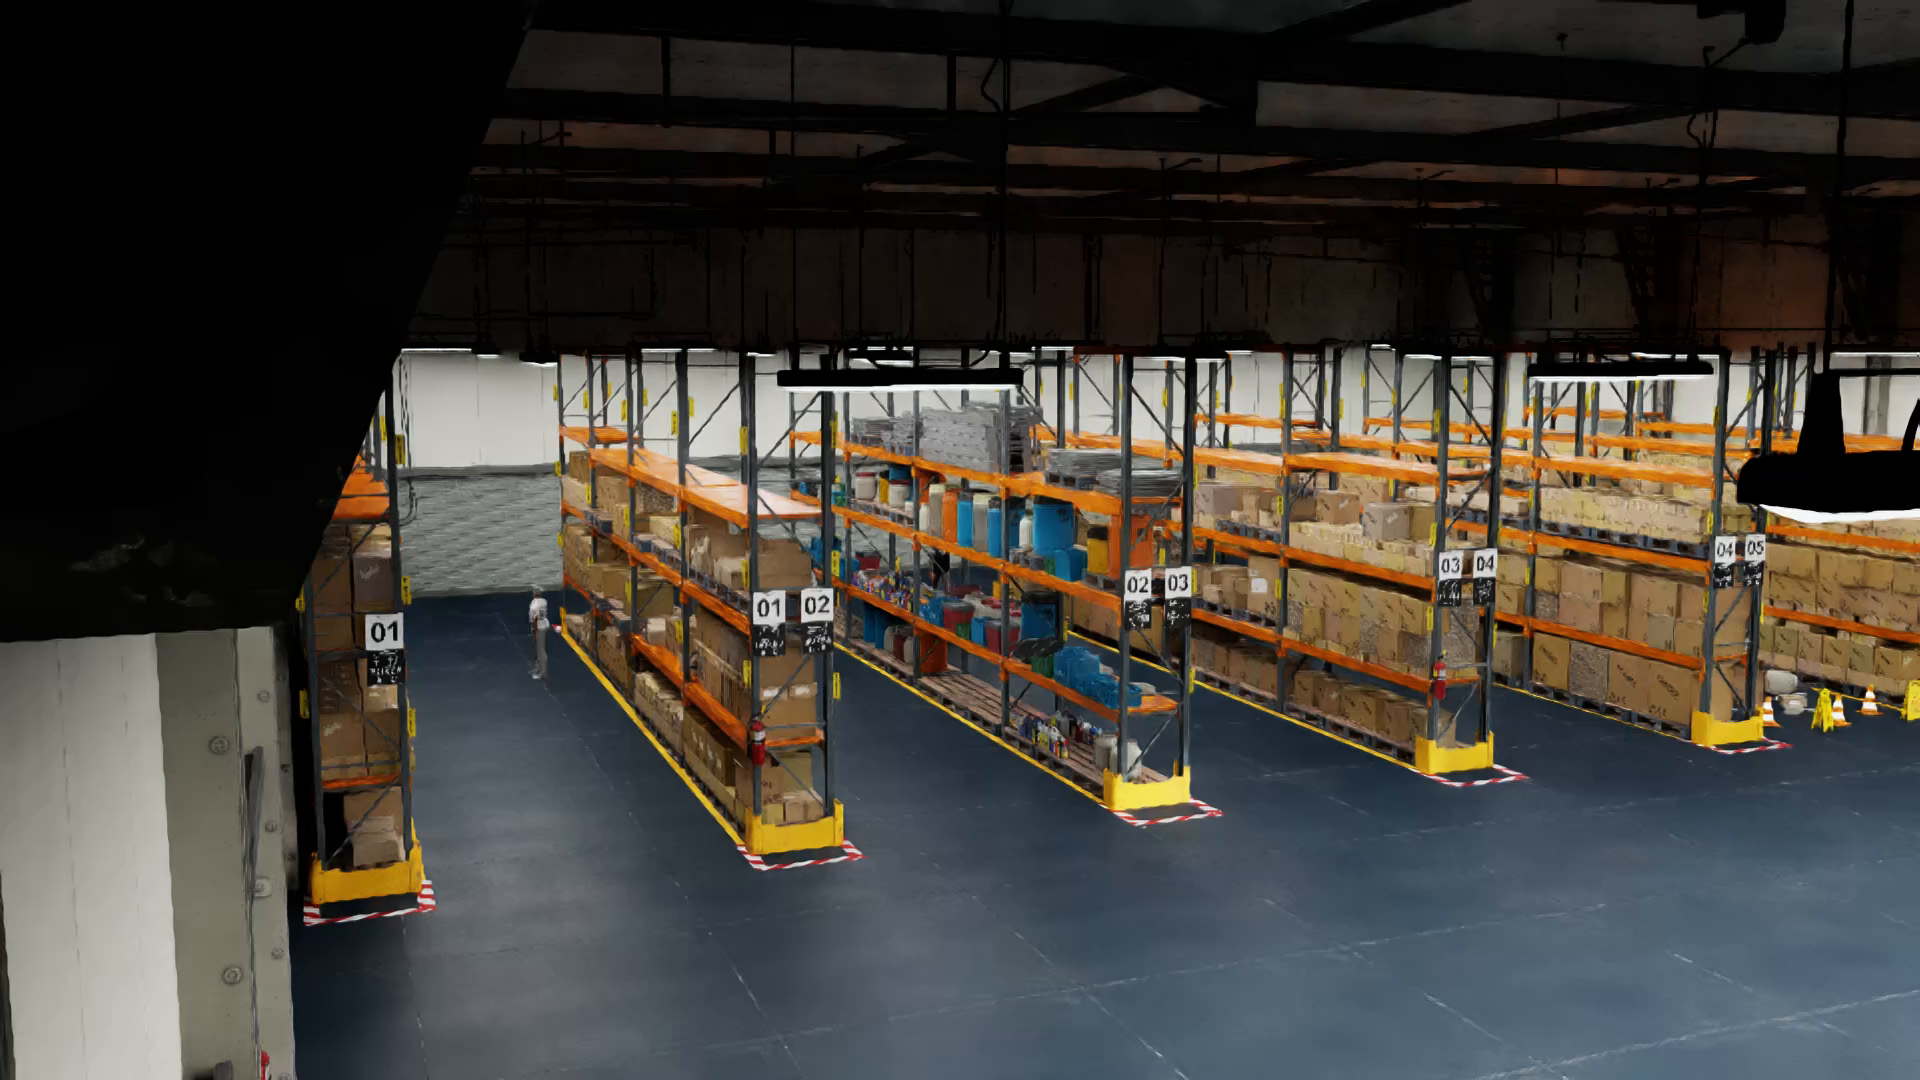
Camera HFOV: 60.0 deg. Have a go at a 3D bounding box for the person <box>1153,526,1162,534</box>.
[{"bbox_3d":[4.632,0.501,39.143,0.713,1.749,0.683,-2,8,-18],"label":"person"}]

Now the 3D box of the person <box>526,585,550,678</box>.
[{"bbox_3d":[-7.696,1.654,30.258,0.462,1.677,0.497,1,7,10],"label":"person"}]

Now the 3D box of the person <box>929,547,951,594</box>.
[{"bbox_3d":[-0.456,0.706,37.808,0.543,1.647,1.115,-3,8,-19],"label":"person"}]

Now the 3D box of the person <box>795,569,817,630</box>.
[{"bbox_3d":[-3.281,1.050,35.156,0.507,1.639,0.883,-1,7,-5],"label":"person"}]
